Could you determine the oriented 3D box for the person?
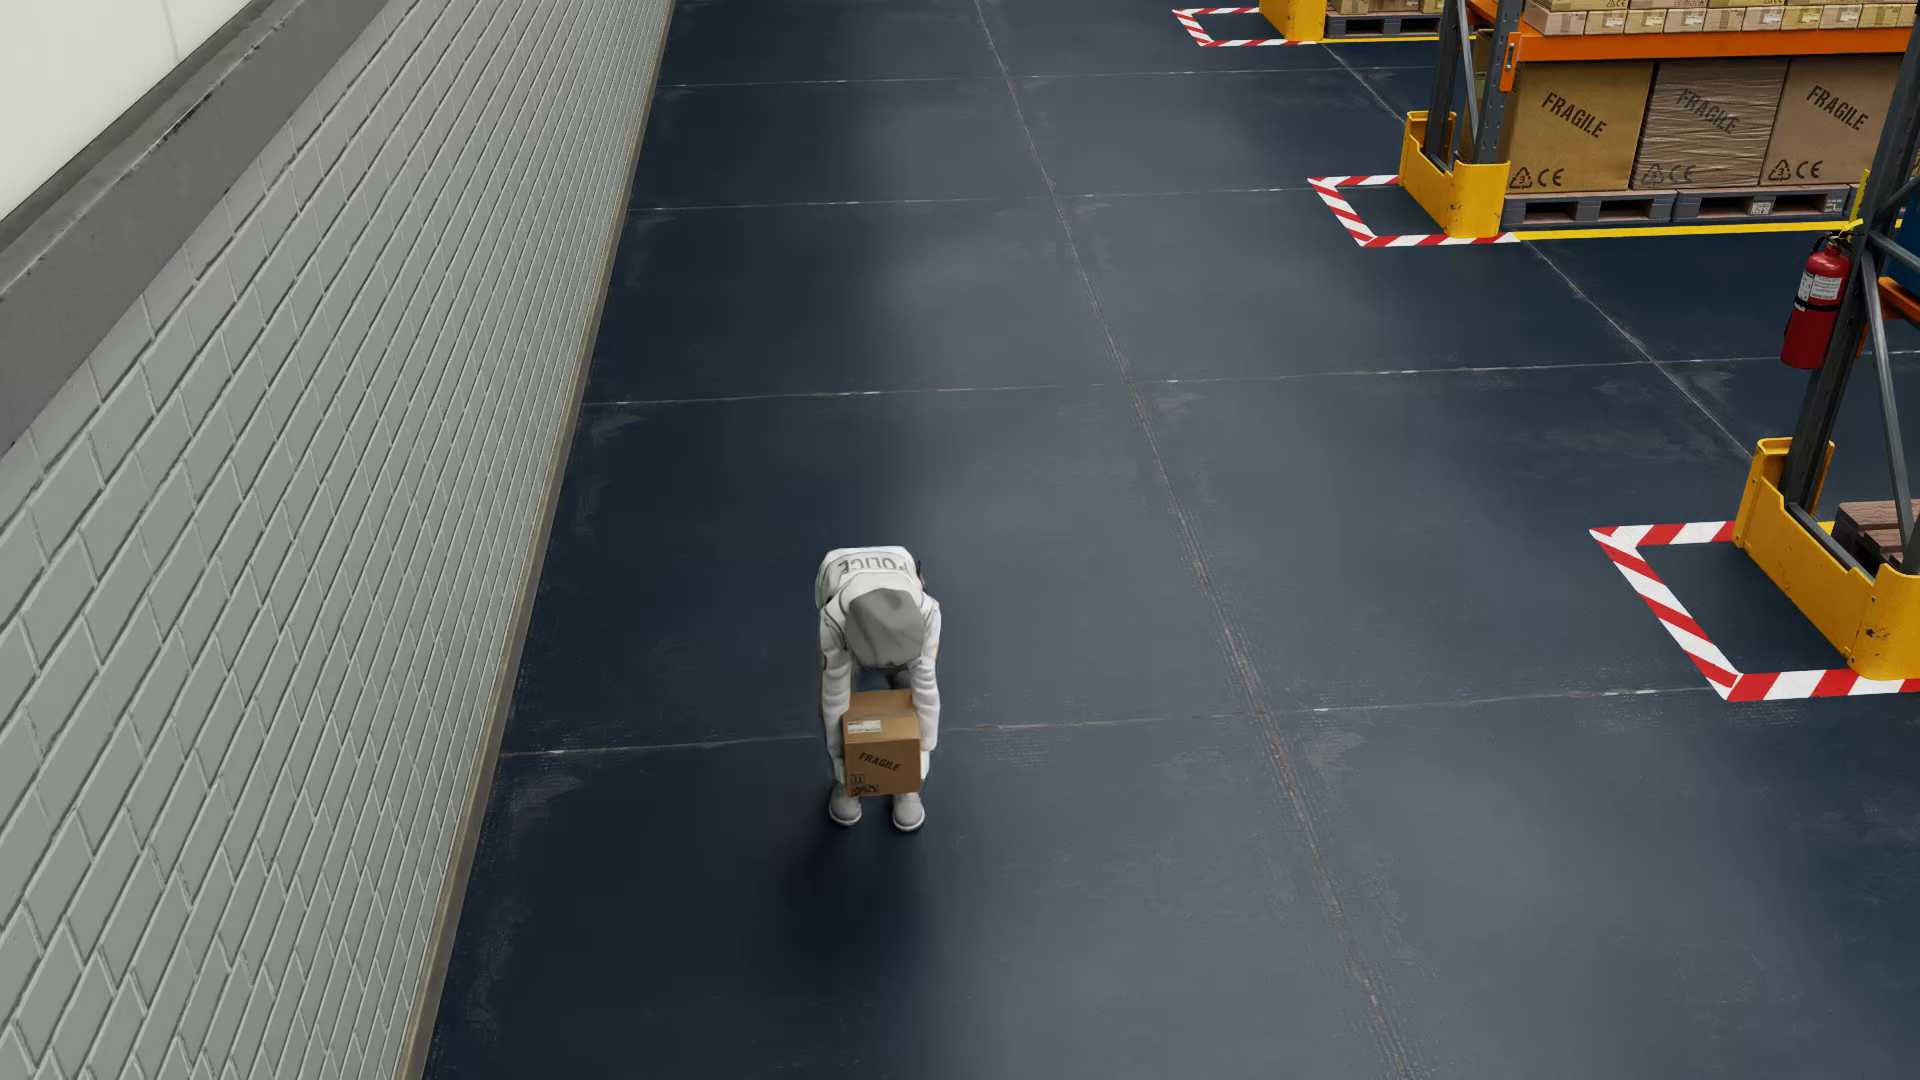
[{"bbox_3d":[-0.276,0.544,5.641,0.408,1.251,0.905,-4,31,-6],"label":"person"}]
